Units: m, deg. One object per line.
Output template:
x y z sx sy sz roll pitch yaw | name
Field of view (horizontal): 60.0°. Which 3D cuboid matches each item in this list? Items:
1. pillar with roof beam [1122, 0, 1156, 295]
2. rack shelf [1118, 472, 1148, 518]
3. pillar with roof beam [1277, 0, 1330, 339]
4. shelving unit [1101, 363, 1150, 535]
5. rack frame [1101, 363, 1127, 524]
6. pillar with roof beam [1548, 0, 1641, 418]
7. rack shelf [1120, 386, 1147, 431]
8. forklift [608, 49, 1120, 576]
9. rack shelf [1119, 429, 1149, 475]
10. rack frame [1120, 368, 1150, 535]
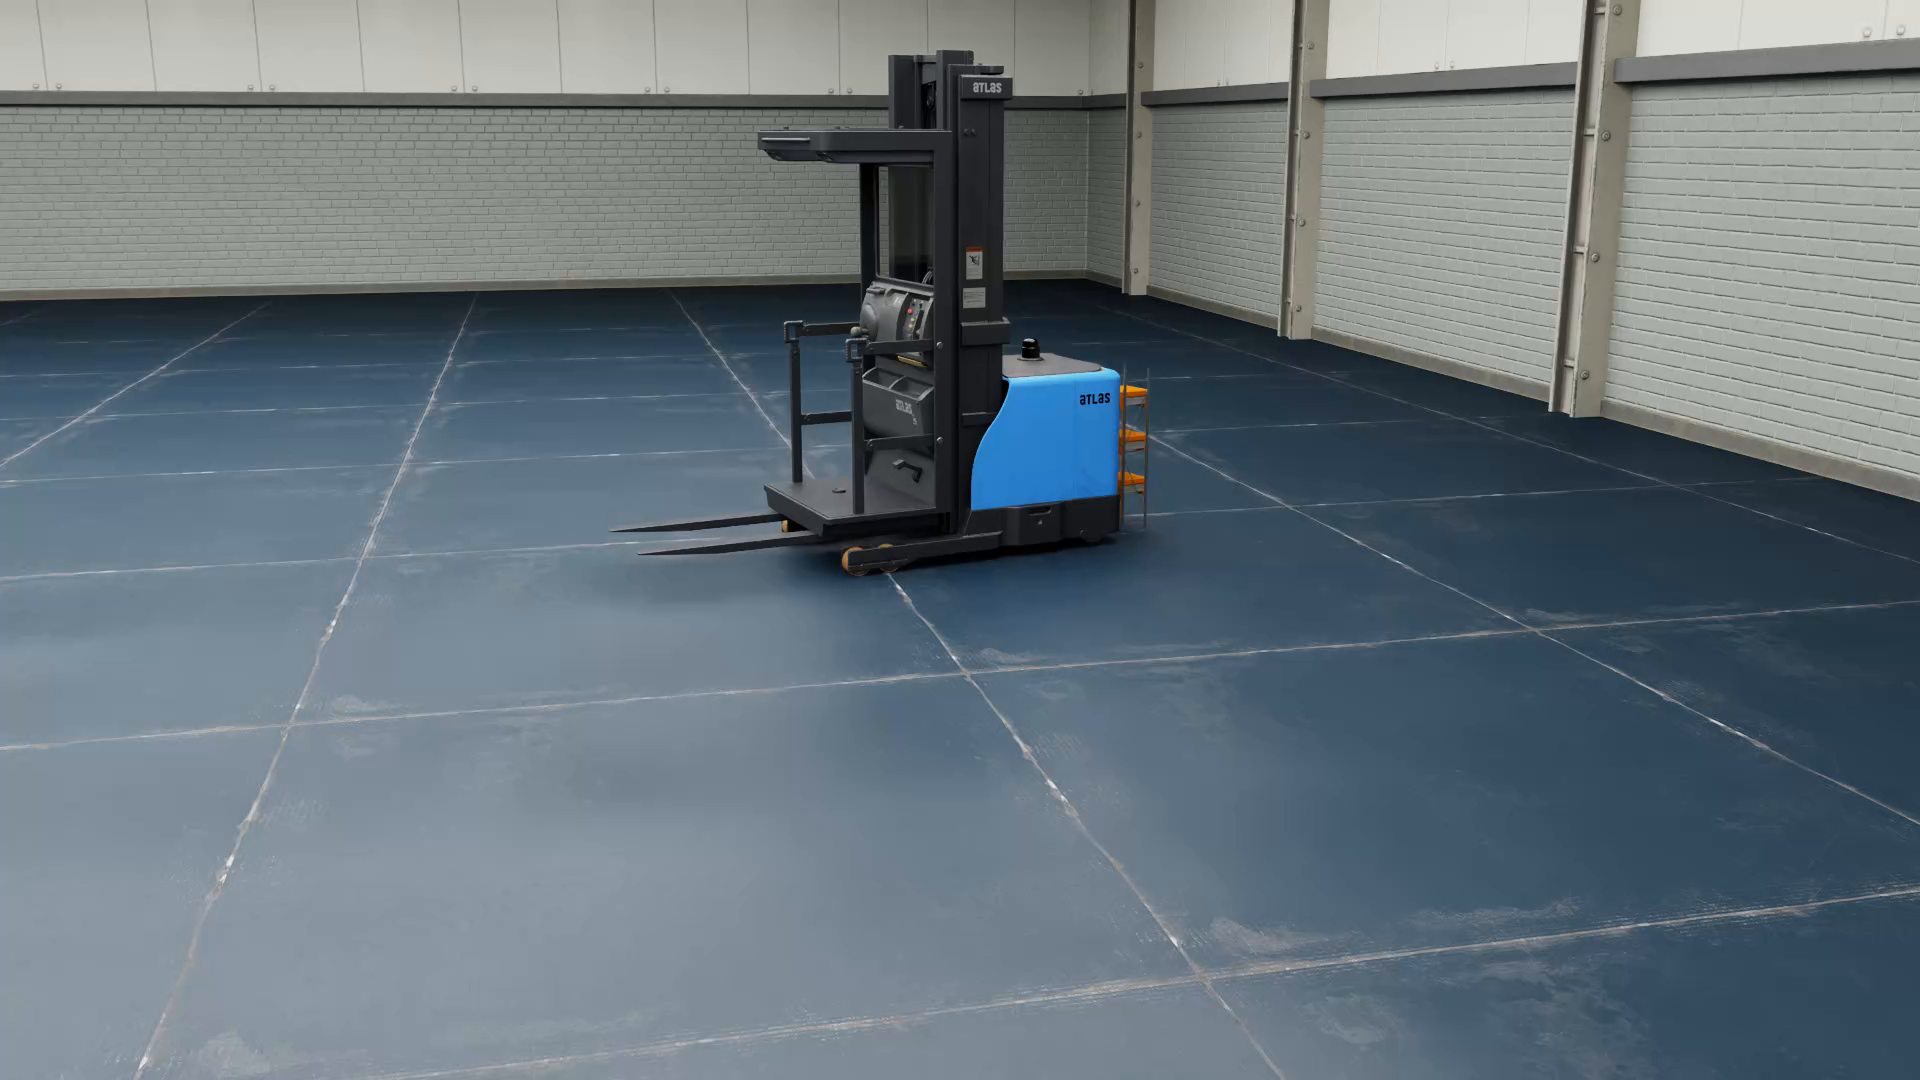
-1.398 -8.053 24.429 9.100 9.000 0.400 -3 14 -13 | pillar with roof beam
1.042 -0.300 10.657 0.215 0.259 0.240 -8 16 -31 | rack shelf
0.011 -6.669 18.764 9.100 9.000 0.400 -3 14 -13 | pillar with roof beam
1.042 -0.581 10.589 0.215 1.050 0.252 -8 16 -31 | shelving unit
0.978 -0.605 10.690 0.200 1.050 0.008 -8 16 -31 | rack frame
1.420 -5.285 13.098 9.100 9.000 0.400 -3 14 -13 | pillar with roof beam
1.041 -0.846 10.525 0.215 0.259 0.240 -8 16 -31 | rack shelf
-0.561 -1.359 9.812 3.031 2.935 1.130 -7 15 -25 | forklift
1.042 -0.570 10.592 0.215 0.259 0.240 -8 16 -31 | rack shelf
1.106 -0.556 10.488 0.200 1.050 0.008 -8 16 -31 | rack frame
